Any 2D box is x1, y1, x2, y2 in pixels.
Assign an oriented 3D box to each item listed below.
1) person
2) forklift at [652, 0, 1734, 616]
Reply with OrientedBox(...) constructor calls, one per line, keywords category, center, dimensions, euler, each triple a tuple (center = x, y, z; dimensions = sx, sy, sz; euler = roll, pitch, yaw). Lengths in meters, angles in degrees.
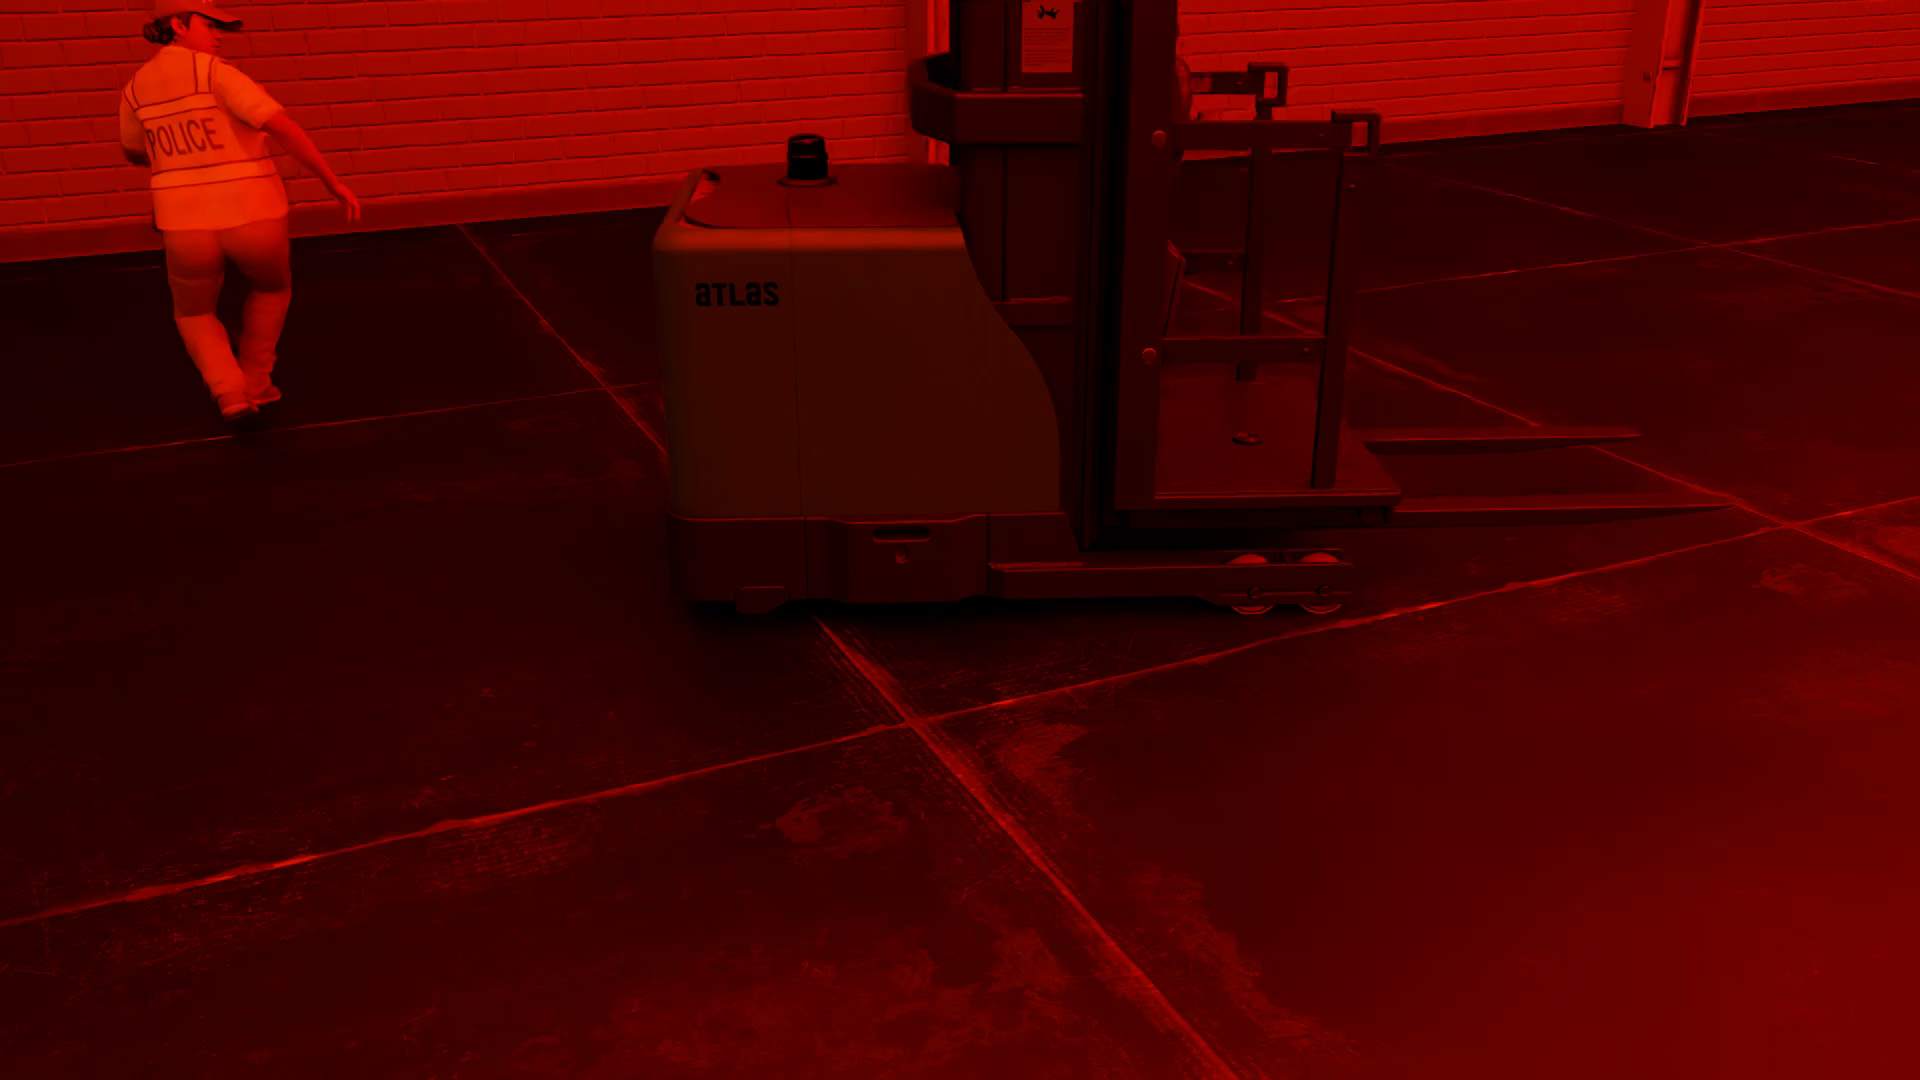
OrientedBox(category="person", center=(-2.562, -1.183, 5.976), dimensions=(0.817, 1.537, 0.811), euler=(-3, 23, -8))
OrientedBox(category="forklift", center=(0.694, -1.347, 4.529), dimensions=(3.031, 2.935, 1.130), euler=(-1, 23, -3))
